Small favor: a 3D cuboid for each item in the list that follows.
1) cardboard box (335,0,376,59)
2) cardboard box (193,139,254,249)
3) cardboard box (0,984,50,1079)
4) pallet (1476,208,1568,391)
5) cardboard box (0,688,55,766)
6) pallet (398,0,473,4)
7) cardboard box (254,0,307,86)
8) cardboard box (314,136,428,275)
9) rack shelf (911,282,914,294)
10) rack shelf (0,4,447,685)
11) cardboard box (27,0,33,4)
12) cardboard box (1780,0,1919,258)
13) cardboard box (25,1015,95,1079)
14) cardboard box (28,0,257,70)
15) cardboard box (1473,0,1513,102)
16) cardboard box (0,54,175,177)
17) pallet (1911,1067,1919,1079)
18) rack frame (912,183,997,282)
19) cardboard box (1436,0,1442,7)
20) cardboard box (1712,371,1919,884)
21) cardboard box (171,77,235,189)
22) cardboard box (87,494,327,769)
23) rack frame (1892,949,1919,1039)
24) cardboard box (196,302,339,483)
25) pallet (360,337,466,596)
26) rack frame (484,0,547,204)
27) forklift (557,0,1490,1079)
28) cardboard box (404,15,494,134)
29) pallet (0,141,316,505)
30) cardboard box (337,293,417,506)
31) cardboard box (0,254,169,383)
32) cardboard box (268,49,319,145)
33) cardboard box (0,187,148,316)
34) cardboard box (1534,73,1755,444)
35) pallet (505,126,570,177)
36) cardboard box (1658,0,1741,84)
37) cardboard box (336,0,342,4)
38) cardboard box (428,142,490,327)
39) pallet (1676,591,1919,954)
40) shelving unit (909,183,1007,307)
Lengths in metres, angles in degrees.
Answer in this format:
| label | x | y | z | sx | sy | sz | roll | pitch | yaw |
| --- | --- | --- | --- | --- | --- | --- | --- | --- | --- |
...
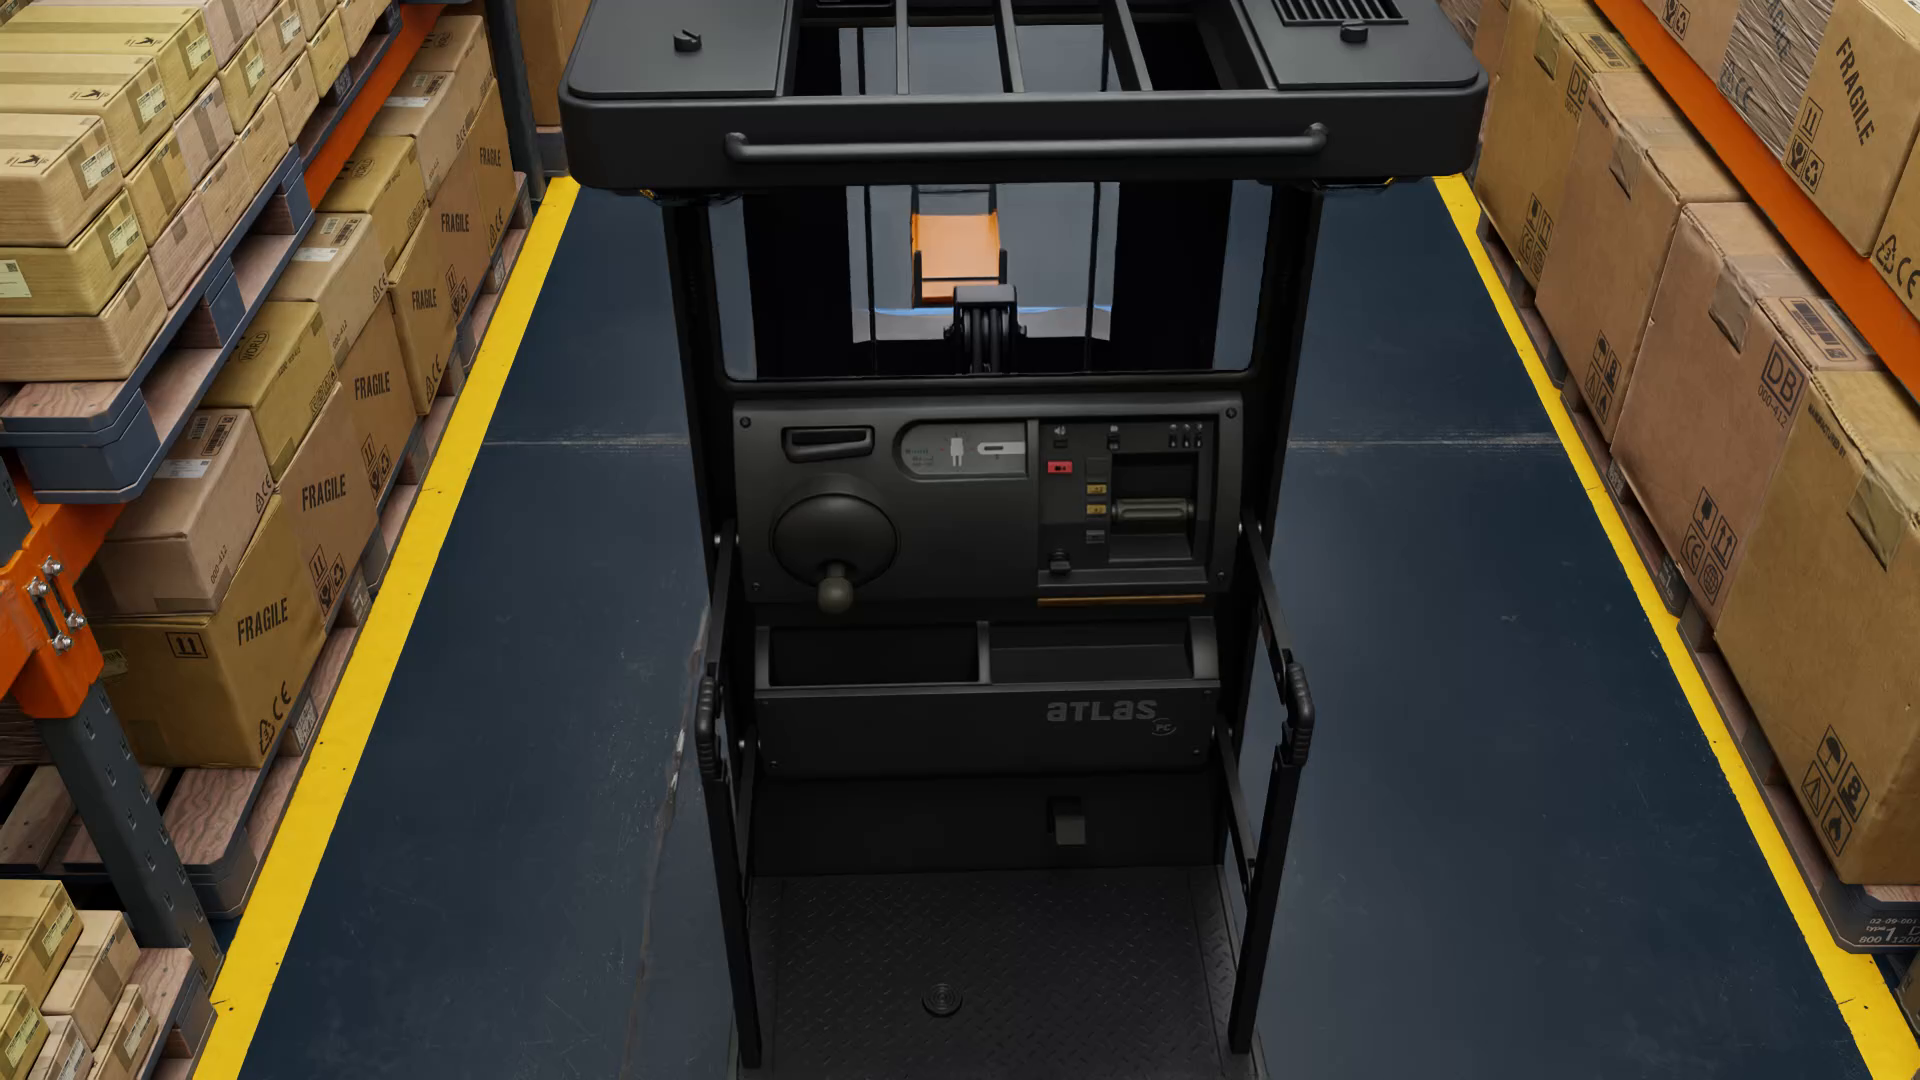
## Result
| label | x | y | z | sx | sy | sz | roll | pitch | yaw |
| --- | --- | --- | --- | --- | --- | --- | --- | --- | --- |
| cardboard box | -1.807 | -1.411 | 4.478 | 0.380 | 0.149 | 0.250 | -2 | 39 | -2 |
| cardboard box | -1.806 | -0.767 | 3.673 | 0.380 | 0.149 | 0.250 | 0 | 39 | 0 |
| cardboard box | -1.962 | 0.974 | 3.104 | 0.380 | 0.149 | 0.250 | 0 | 39 | 1 |
| pallet | 2.618 | -0.985 | 6.311 | 1.003 | 0.211 | 1.213 | 0 | 39 | 0 |
| cardboard box | -2.515 | 0.224 | 4.235 | 0.500 | 0.500 | 0.500 | -1 | 39 | -1 |
| pallet | -2.160 | -2.106 | 5.632 | 1.213 | 0.211 | 1.003 | 0 | 39 | 0 |
| cardboard box | -1.810 | -1.208 | 3.986 | 0.380 | 0.149 | 0.250 | 1 | 39 | 2 |
| cardboard box | -2.008 | -1.046 | 5.220 | 0.500 | 0.250 | 0.500 | 1 | 39 | 1 |
| rack shelf | -0.008 | -0.551 | 4.727 | 0.258 | 0.148 | 0.480 | -1 | 39 | -2 |
| rack shelf | -2.265 | -1.095 | 4.793 | 1.077 | 0.370 | 4.000 | 0 | 39 | 0 |
| cardboard box | -2.466 | -1.380 | 4.200 | 0.380 | 0.149 | 0.250 | 0 | 39 | 0 |
| cardboard box | 2.423 | -1.033 | 4.060 | 0.500 | 0.500 | 0.500 | 0 | 39 | -1 |
| cardboard box | -1.932 | 1.074 | 3.217 | 0.380 | 0.149 | 0.250 | -2 | 39 | -2 |
| cardboard box | -1.805 | -1.160 | 3.688 | 0.380 | 0.149 | 0.250 | -1 | 39 | -1 |
| cardboard box | 2.672 | -2.182 | 7.221 | 0.700 | 0.500 | 0.500 | -2 | 39 | -2 |
| cardboard box | -1.810 | -0.844 | 3.294 | 0.380 | 0.149 | 0.250 | 1 | 39 | 1 |
| pallet | 2.620 | 1.499 | 3.211 | 1.003 | 0.211 | 1.213 | 0 | 39 | 0 |
| rack frame | -0.016 | -0.581 | 5.016 | 0.240 | 1.200 | 0.015 | -1 | 39 | -2 |
| cardboard box | 2.651 | -2.883 | 8.096 | 0.700 | 0.500 | 0.500 | 3 | 39 | 4 |
| cardboard box | 2.677 | 0.200 | 3.965 | 1.225 | 0.875 | 0.875 | 0 | 39 | 0 |
| cardboard box | -1.806 | -0.877 | 3.573 | 0.380 | 0.149 | 0.250 | 1 | 39 | 1 |
| cardboard box | -1.998 | 0.225 | 4.234 | 0.500 | 0.500 | 0.500 | 1 | 39 | 2 |
| rack frame | 2.697 | -0.065 | 2.933 | 1.000 | 3.000 | 0.127 | 0 | 39 | 0 |
| cardboard box | -2.002 | -0.401 | 4.415 | 0.500 | 0.250 | 0.500 | 1 | 39 | 1 |
| pallet | -2.269 | -0.288 | 5.441 | 1.003 | 0.211 | 1.213 | 0 | 39 | 0 |
| rack frame | -2.267 | -2.626 | 6.128 | 1.000 | 3.000 | 0.127 | 0 | 39 | 0 |
| forklift | 0.064 | 0.008 | 2.896 | 1.130 | 2.935 | 3.031 | -1 | 39 | -2 |
| cardboard box | -2.004 | -1.680 | 6.011 | 0.500 | 0.250 | 0.500 | -1 | 39 | -1 |
| pallet | -2.118 | -0.528 | 3.663 | 1.003 | 0.211 | 1.213 | 0 | 39 | 0 |
| cardboard box | -2.015 | -0.434 | 5.056 | 0.500 | 0.500 | 0.500 | 1 | 39 | 1 |
| cardboard box | -1.803 | -0.437 | 3.262 | 0.380 | 0.149 | 0.250 | -2 | 39 | -2 |
| cardboard box | -1.806 | -1.083 | 4.068 | 0.380 | 0.149 | 0.250 | -2 | 39 | -2 |
| cardboard box | -1.803 | -0.553 | 3.169 | 0.380 | 0.149 | 0.250 | 1 | 39 | 1 |
| cardboard box | 2.666 | -0.912 | 5.353 | 1.225 | 0.875 | 0.875 | 0 | 39 | 0 |
| pallet | -2.193 | -2.031 | 7.616 | 1.003 | 0.211 | 1.213 | 0 | 39 | 0 |
| cardboard box | 2.428 | -1.658 | 4.841 | 0.500 | 0.500 | 0.500 | -1 | 39 | -1 |
| cardboard box | -1.807 | -1.531 | 4.389 | 0.380 | 0.149 | 0.250 | -1 | 39 | -1 |
| cardboard box | -2.008 | -1.079 | 5.860 | 0.500 | 0.500 | 0.500 | 1 | 39 | 2 |
| pallet | 2.621 | 0.541 | 4.407 | 1.003 | 0.211 | 1.213 | 0 | 39 | 0 |
| shelving unit | -0.008 | -0.429 | 4.825 | 0.258 | 1.200 | 0.503 | -1 | 39 | -2 |
